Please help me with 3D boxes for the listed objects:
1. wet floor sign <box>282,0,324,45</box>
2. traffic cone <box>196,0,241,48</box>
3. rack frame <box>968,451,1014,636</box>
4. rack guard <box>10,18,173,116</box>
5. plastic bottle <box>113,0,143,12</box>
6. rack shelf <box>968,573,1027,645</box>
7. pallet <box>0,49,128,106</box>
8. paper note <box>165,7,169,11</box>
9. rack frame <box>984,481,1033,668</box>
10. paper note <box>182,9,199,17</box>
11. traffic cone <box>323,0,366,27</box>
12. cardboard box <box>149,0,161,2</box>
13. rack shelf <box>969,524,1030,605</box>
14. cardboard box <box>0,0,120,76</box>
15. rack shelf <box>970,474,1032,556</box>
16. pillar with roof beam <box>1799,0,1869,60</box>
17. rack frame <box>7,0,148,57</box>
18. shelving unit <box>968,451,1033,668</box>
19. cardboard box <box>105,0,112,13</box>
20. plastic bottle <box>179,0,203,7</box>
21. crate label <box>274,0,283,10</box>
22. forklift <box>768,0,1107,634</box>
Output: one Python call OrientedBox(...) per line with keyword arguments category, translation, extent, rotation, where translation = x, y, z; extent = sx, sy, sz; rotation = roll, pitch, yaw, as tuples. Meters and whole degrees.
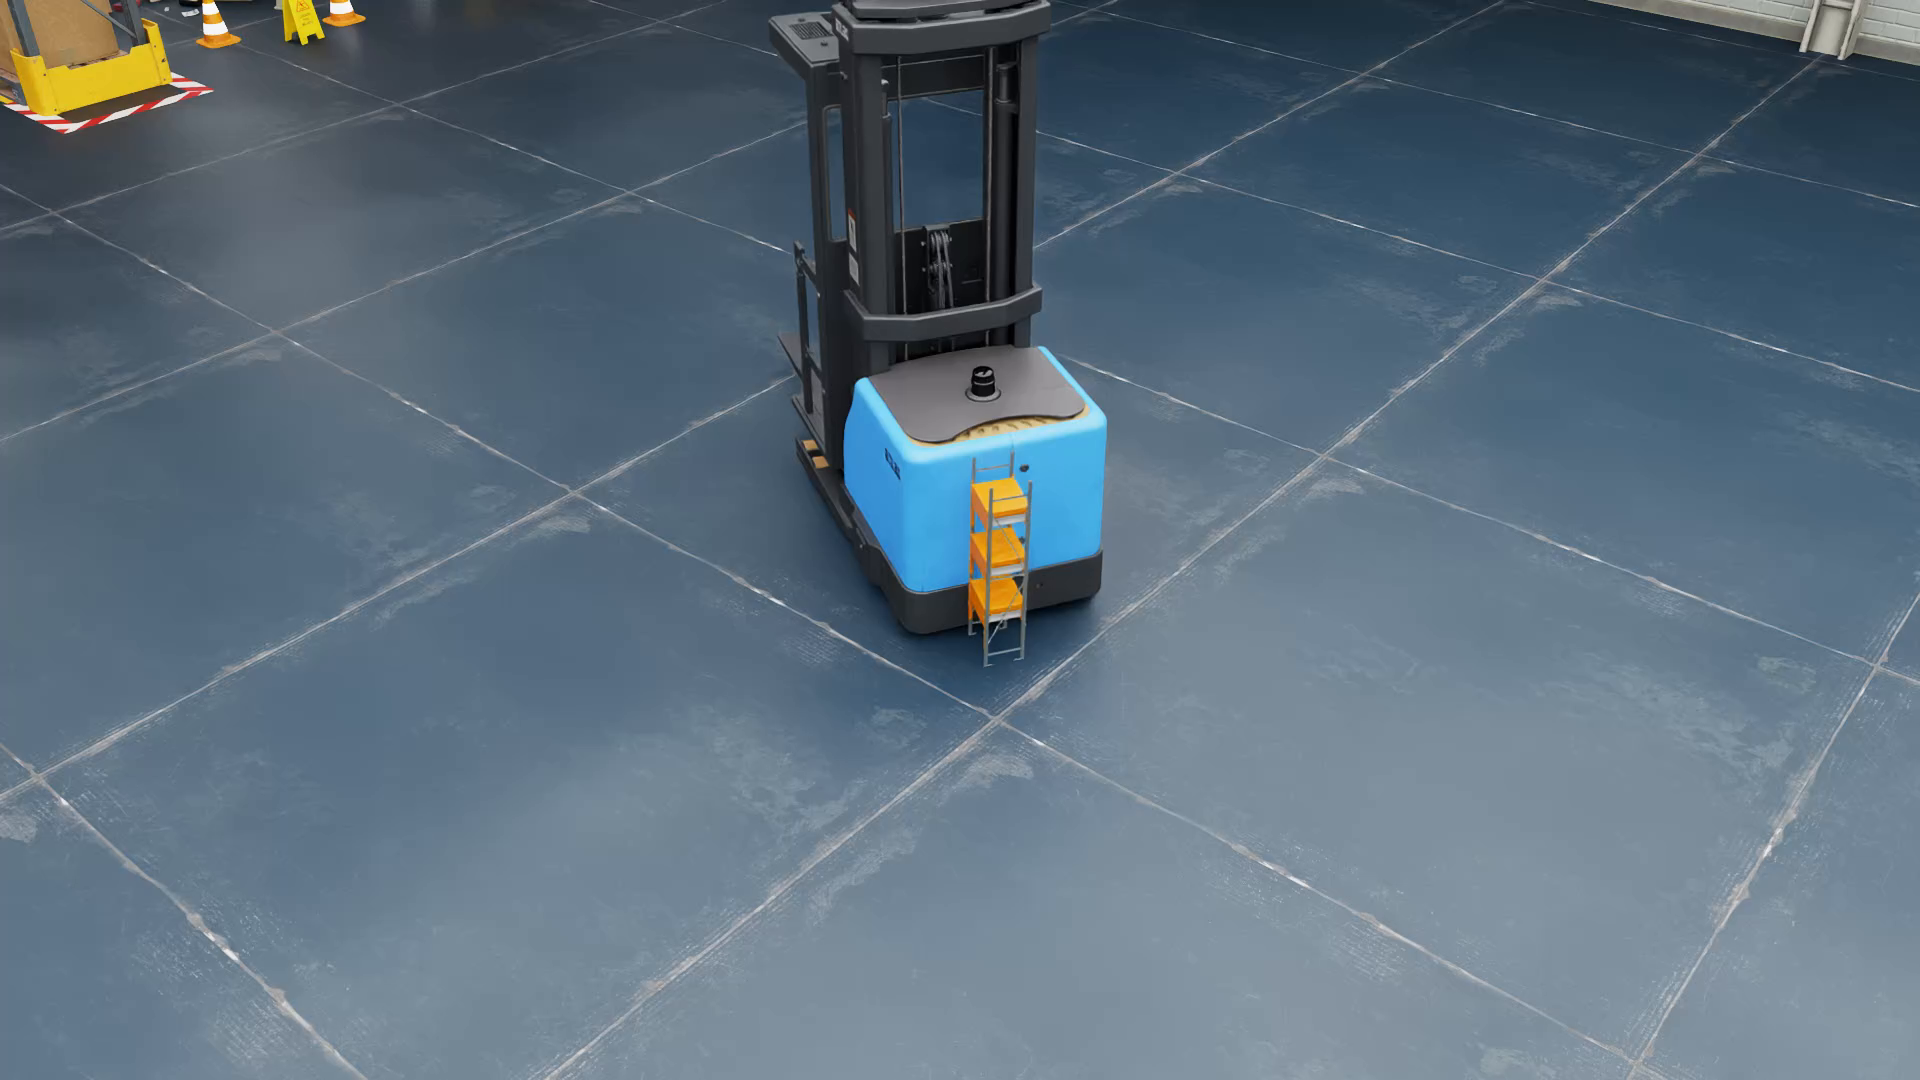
OrientedBox(category="wet floor sign", translation=(-6.197, -5.004, 15.548), extent=(0.232, 0.644, 0.267), rotation=(18, 38, 24))
OrientedBox(category="traffic cone", translation=(-6.985, -4.888, 15.540), extent=(0.334, 0.463, 0.336), rotation=(25, 42, 32))
OrientedBox(category="rack frame", translation=(0.143, 0.031, 7.837), extent=(0.200, 1.050, 0.008), rotation=(-10, 39, -14))
OrientedBox(category="rack guard", translation=(-7.467, -4.084, 14.337), extent=(0.348, 0.500, 1.175), rotation=(25, 42, 32))
OrientedBox(category="plastic bottle", translation=(-8.266, -5.328, 16.536), extent=(0.133, 0.061, 0.283), rotation=(12, 36, 16))
OrientedBox(category="rack shelf", translation=(0.176, 0.331, 7.920), extent=(0.215, 0.259, 0.240), rotation=(-10, 39, -14))
OrientedBox(category="pallet", translation=(-8.150, -4.229, 14.804), extent=(1.213, 0.211, 1.003), rotation=(25, 42, 32))
OrientedBox(category="paper note", translation=(-7.864, -5.262, 16.486), extent=(0.032, 0.001, 0.123), rotation=(-12, 36, -17))
OrientedBox(category="rack frame", translation=(0.217, 0.173, 7.653), extent=(0.200, 1.050, 0.008), rotation=(-10, 39, -14))
OrientedBox(category="paper note", translation=(-7.573, -5.190, 16.364), extent=(0.144, 0.017, 0.142), rotation=(-18, 38, -25))
OrientedBox(category="traffic cone", translation=(-6.001, -5.256, 16.077), extent=(0.334, 0.463, 0.336), rotation=(25, 42, 32))
OrientedBox(category="cardboard box", translation=(-8.061, -5.624, 16.786), extent=(0.396, 0.266, 0.258), rotation=(-26, 42, -32))
OrientedBox(category="rack shelf", translation=(0.180, 0.110, 7.752), extent=(0.215, 0.259, 0.240), rotation=(-10, 39, -14))
OrientedBox(category="cardboard box", translation=(-8.049, -4.637, 14.441), extent=(0.875, 0.875, 0.875), rotation=(26, 42, 32))
OrientedBox(category="rack shelf", translation=(0.184, -0.115, 7.579), extent=(0.215, 0.259, 0.240), rotation=(-10, 39, -14))
OrientedBox(category="pillar with roof beam", translation=(5.286, -6.372, 10.162), extent=(0.400, 9.000, 9.100), rotation=(25, 42, 32))
OrientedBox(category="rack frame", translation=(-7.486, -5.123, 13.643), extent=(0.127, 3.000, 1.000), rotation=(25, 42, 32))
OrientedBox(category="shelving unit", translation=(0.180, 0.102, 7.745), extent=(0.215, 1.050, 0.252), rotation=(-10, 39, -14))
OrientedBox(category="cardboard box", translation=(-8.710, -5.427, 16.291), extent=(0.500, 0.500, 0.500), rotation=(-26, 42, -32))
OrientedBox(category="plastic bottle", translation=(-7.704, -5.386, 16.621), extent=(0.283, 0.061, 0.133), rotation=(12, 36, 16))
OrientedBox(category="crate label", translation=(-6.645, -5.380, 16.545), extent=(0.298, 0.136, 0.250), rotation=(6, 35, 8))
OrientedBox(category="forklift", translation=(-0.283, -1.585, 8.550), extent=(1.130, 2.935, 3.031), rotation=(-12, 36, -17))
